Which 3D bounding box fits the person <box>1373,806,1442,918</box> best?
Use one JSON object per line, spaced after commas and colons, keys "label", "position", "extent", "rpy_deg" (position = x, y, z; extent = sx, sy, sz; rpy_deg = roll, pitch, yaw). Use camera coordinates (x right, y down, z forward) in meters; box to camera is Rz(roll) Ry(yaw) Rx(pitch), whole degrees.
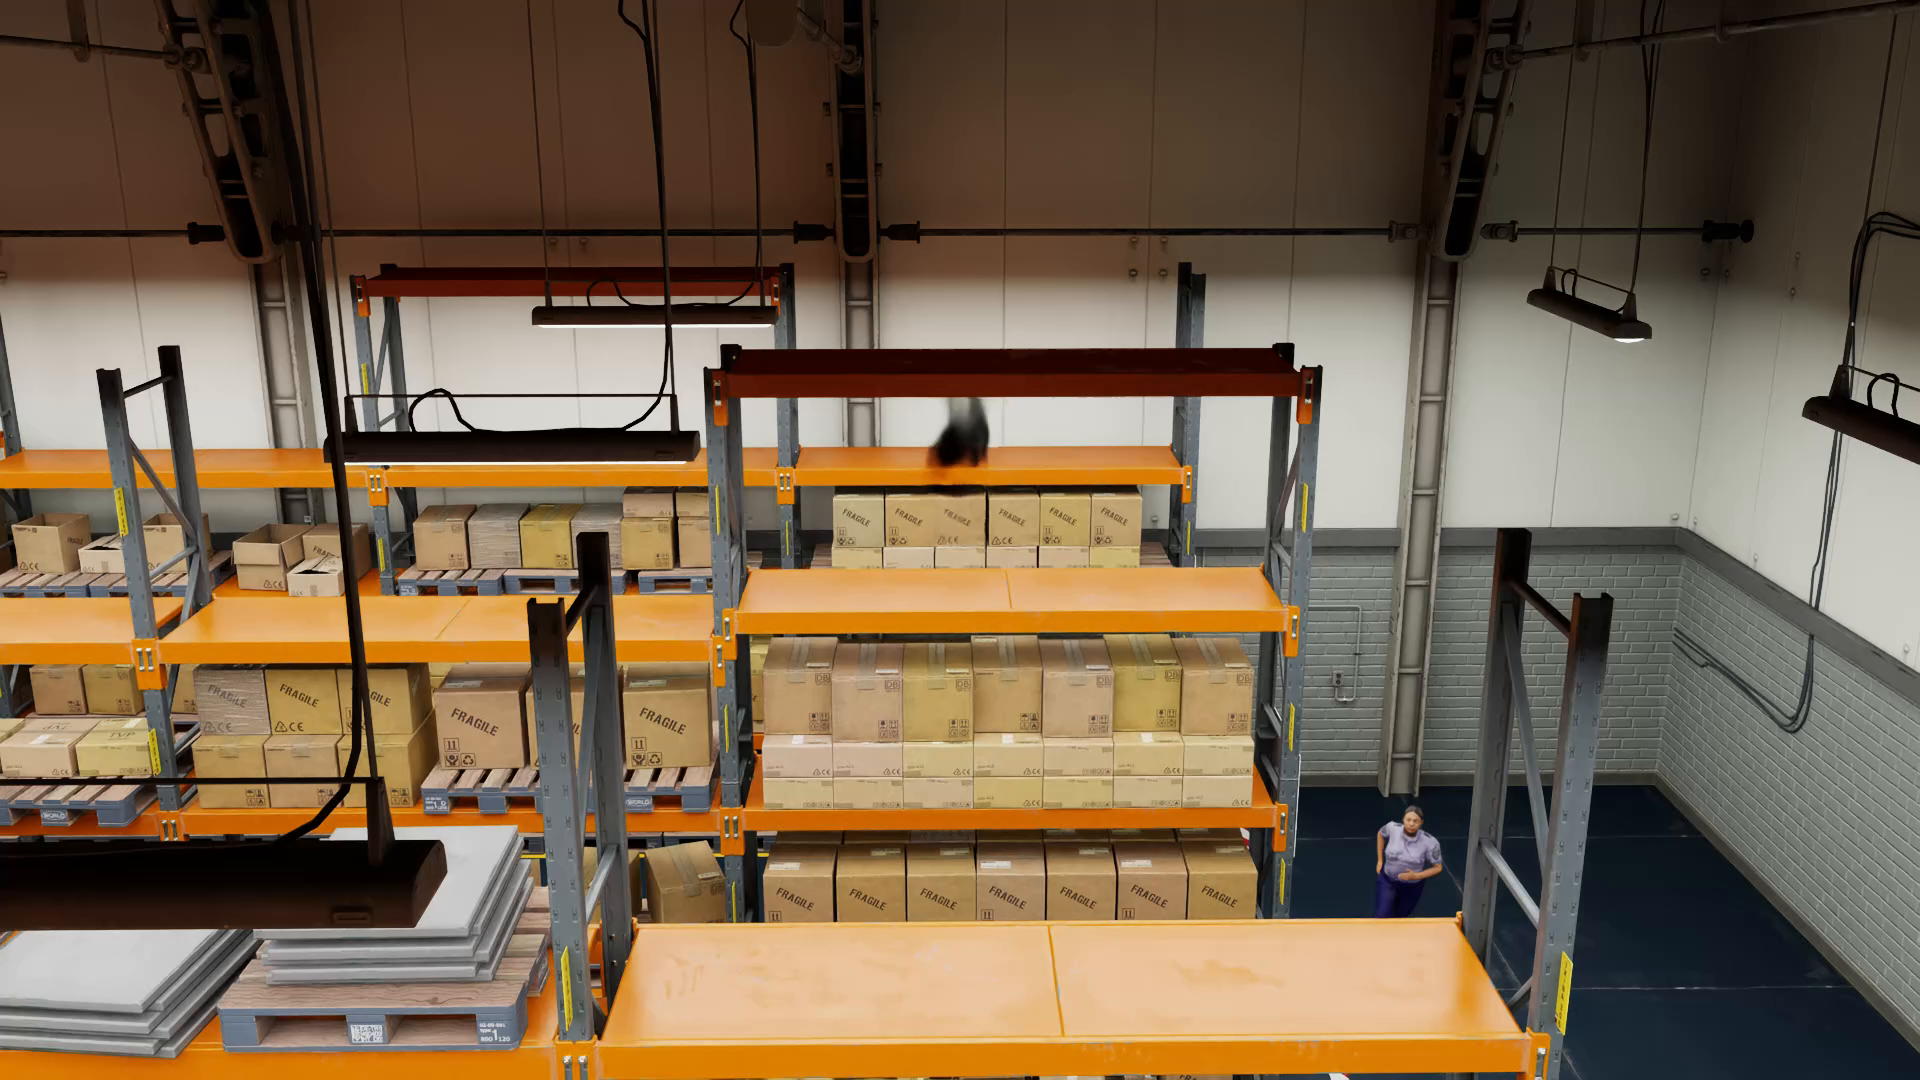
{"label": "person", "position": [3.986, 3.121, 14.986], "extent": [0.661, 1.670, 0.710], "rpy_deg": [5, 17, 17]}
